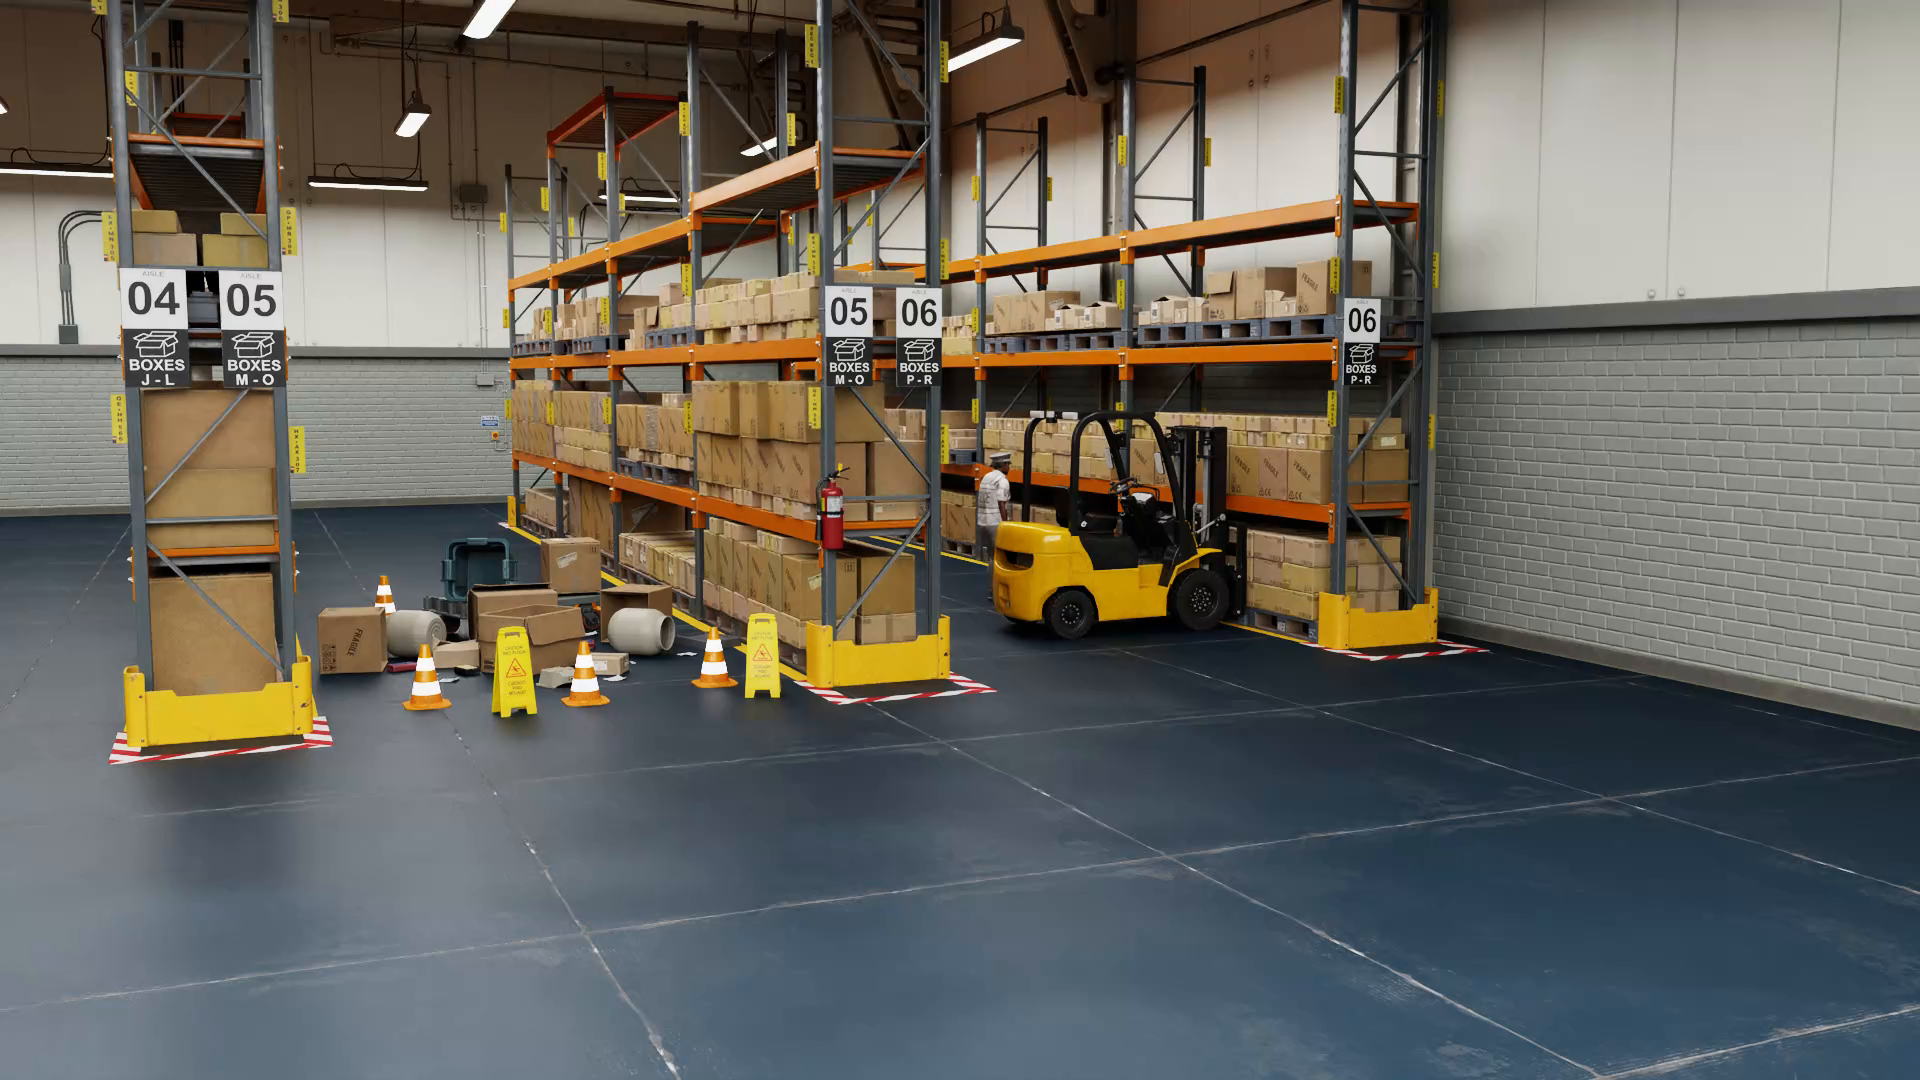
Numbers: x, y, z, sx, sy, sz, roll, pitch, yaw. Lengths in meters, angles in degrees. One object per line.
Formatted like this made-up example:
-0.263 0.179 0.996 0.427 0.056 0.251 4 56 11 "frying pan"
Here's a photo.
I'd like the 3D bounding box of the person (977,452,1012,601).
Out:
0.429 -0.144 18.510 0.428 1.658 0.527 -3 6 -27 "person"
